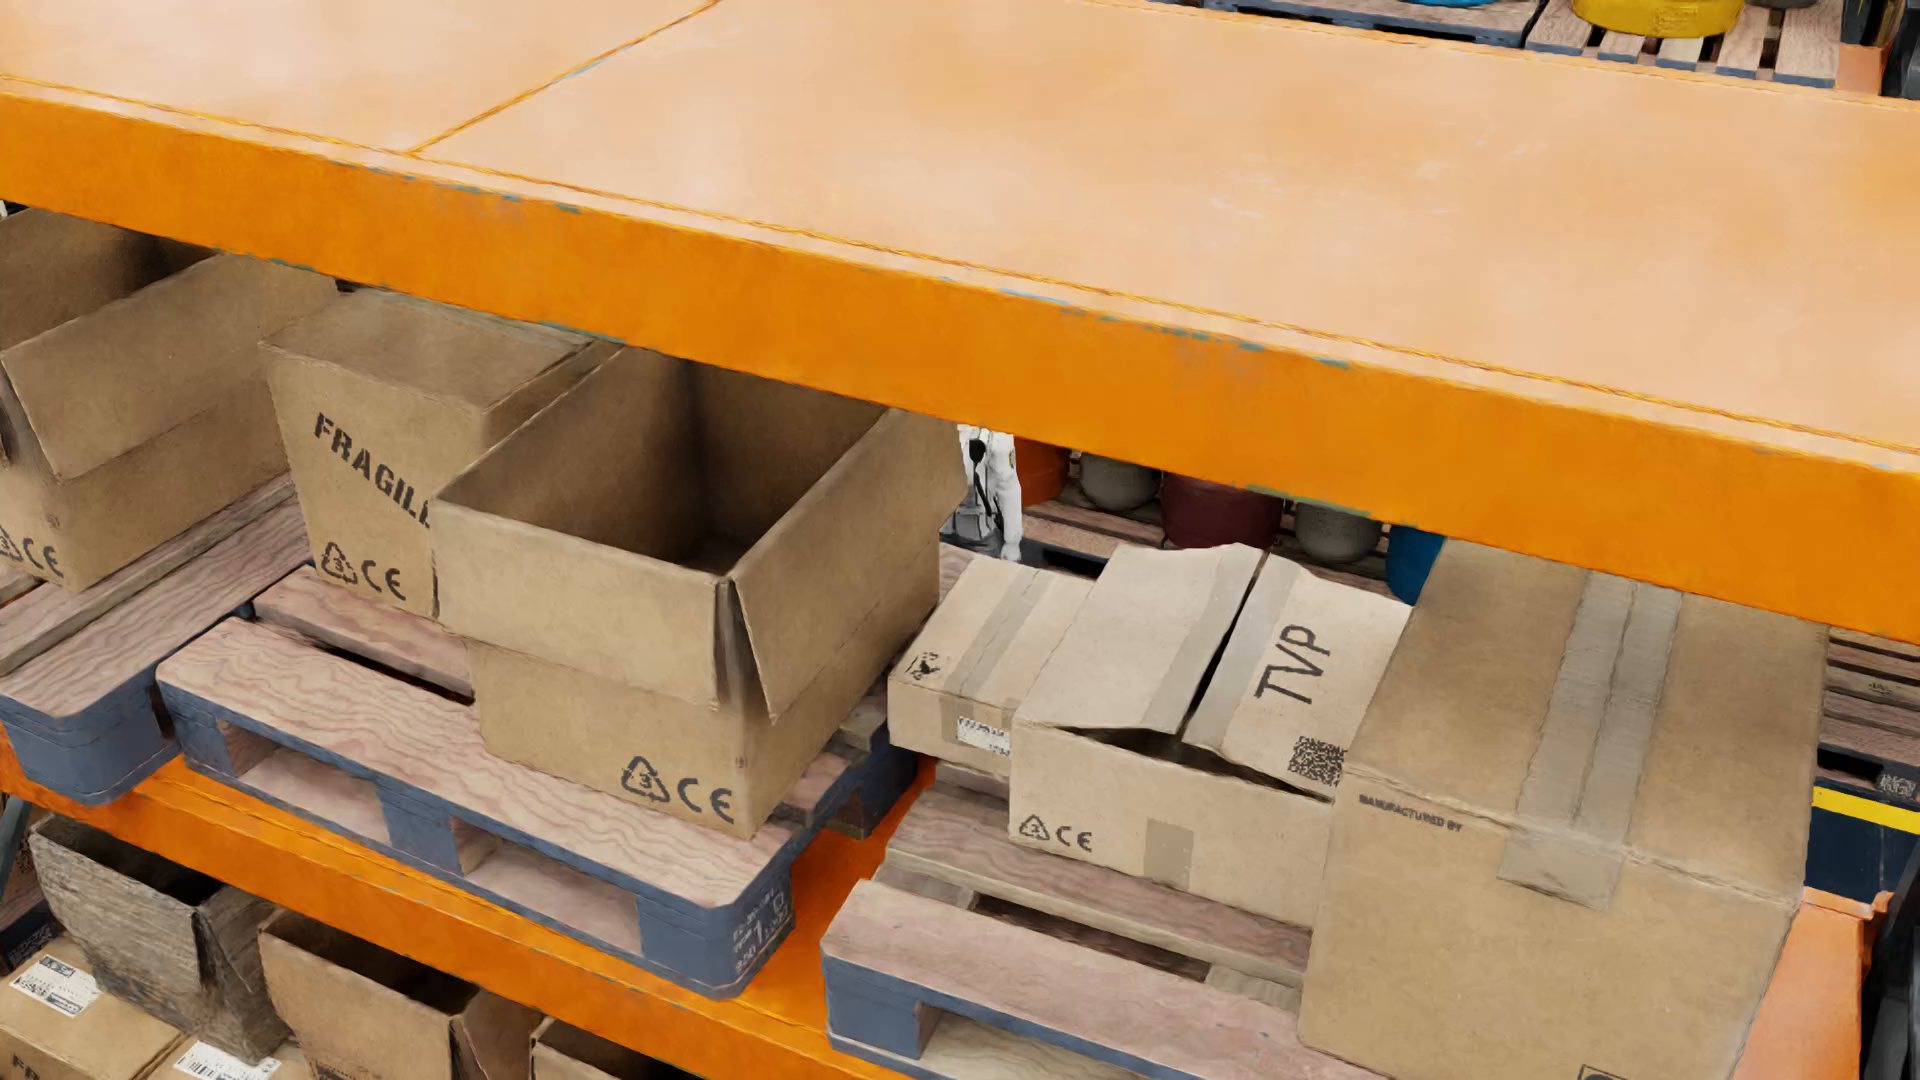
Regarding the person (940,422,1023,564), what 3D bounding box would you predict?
[{"bbox_3d":[-0.010,-0.028,7.131,0.569,1.685,0.405,14,36,20],"label":"person"}]
